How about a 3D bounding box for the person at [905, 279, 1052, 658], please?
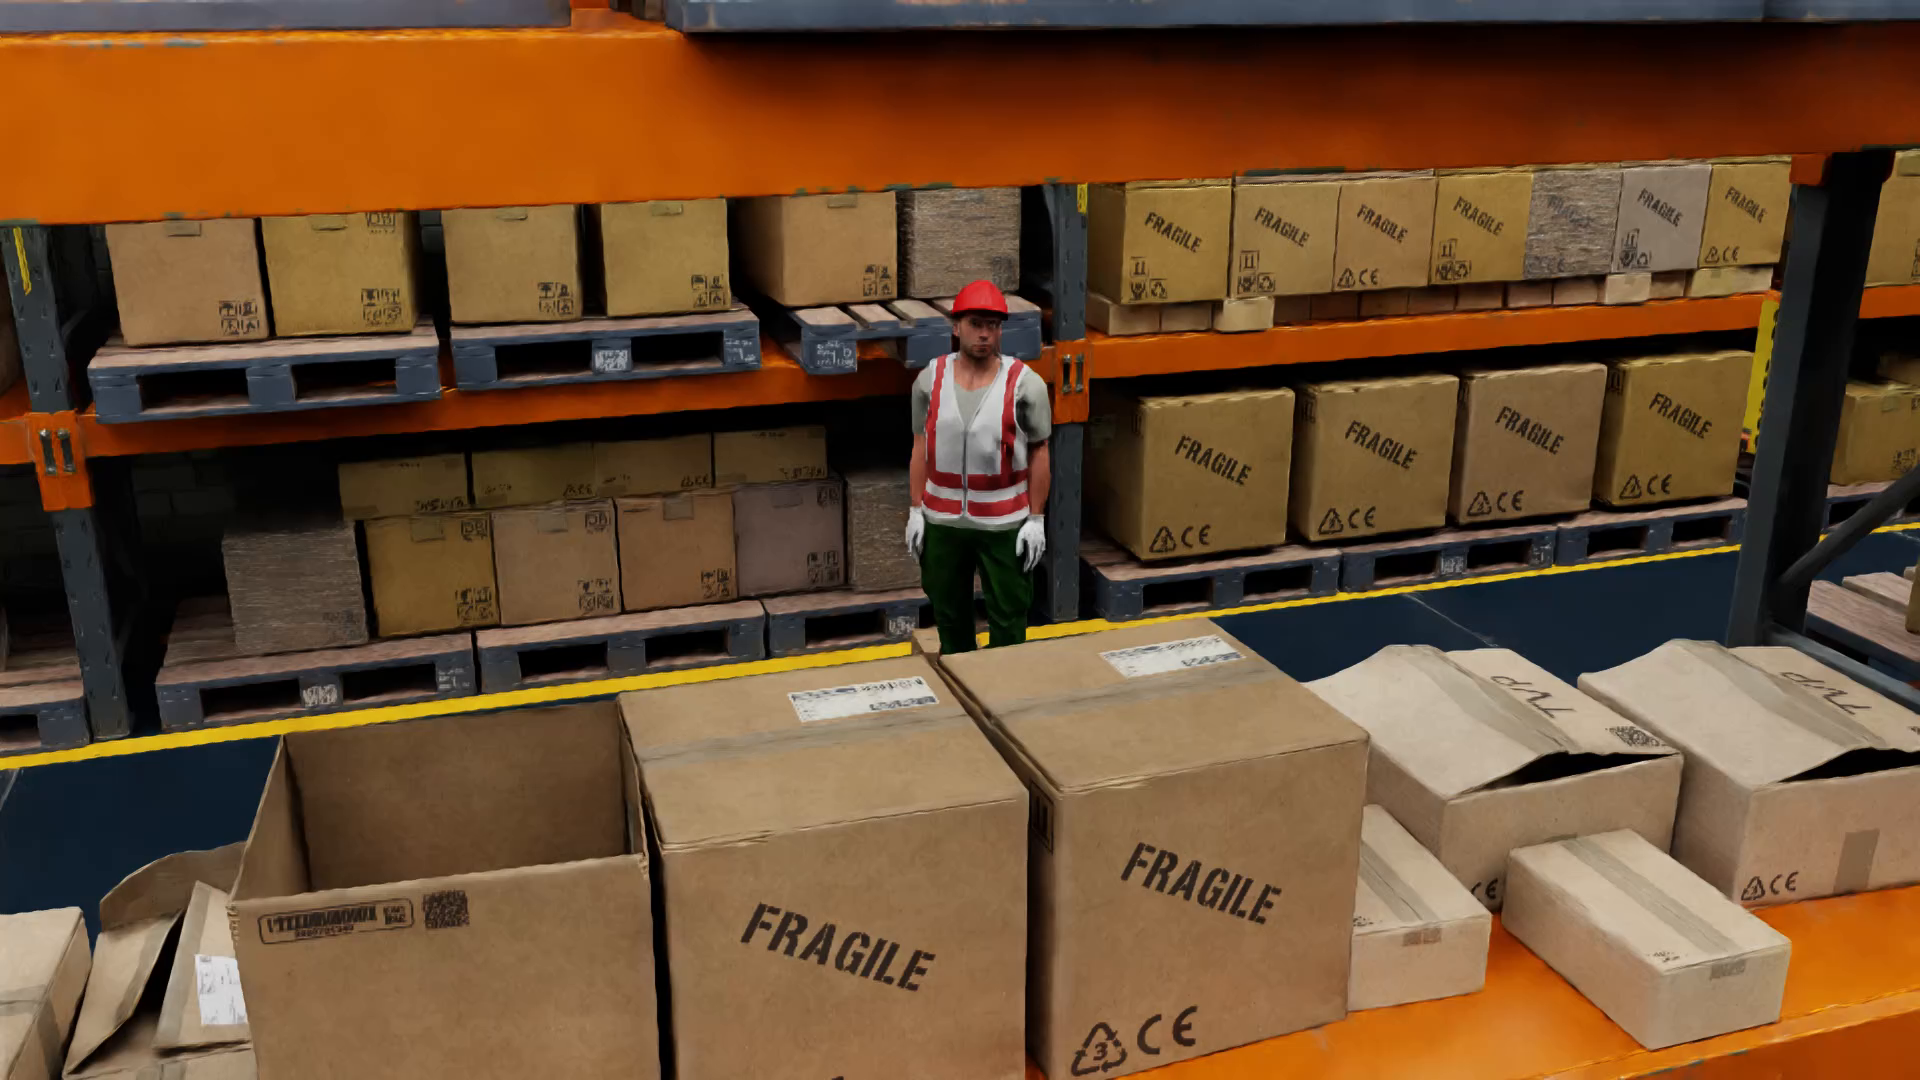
[{"bbox_3d":[0.055,-0.062,6.152,0.541,1.800,0.354,5,20,15],"label":"person"}]
